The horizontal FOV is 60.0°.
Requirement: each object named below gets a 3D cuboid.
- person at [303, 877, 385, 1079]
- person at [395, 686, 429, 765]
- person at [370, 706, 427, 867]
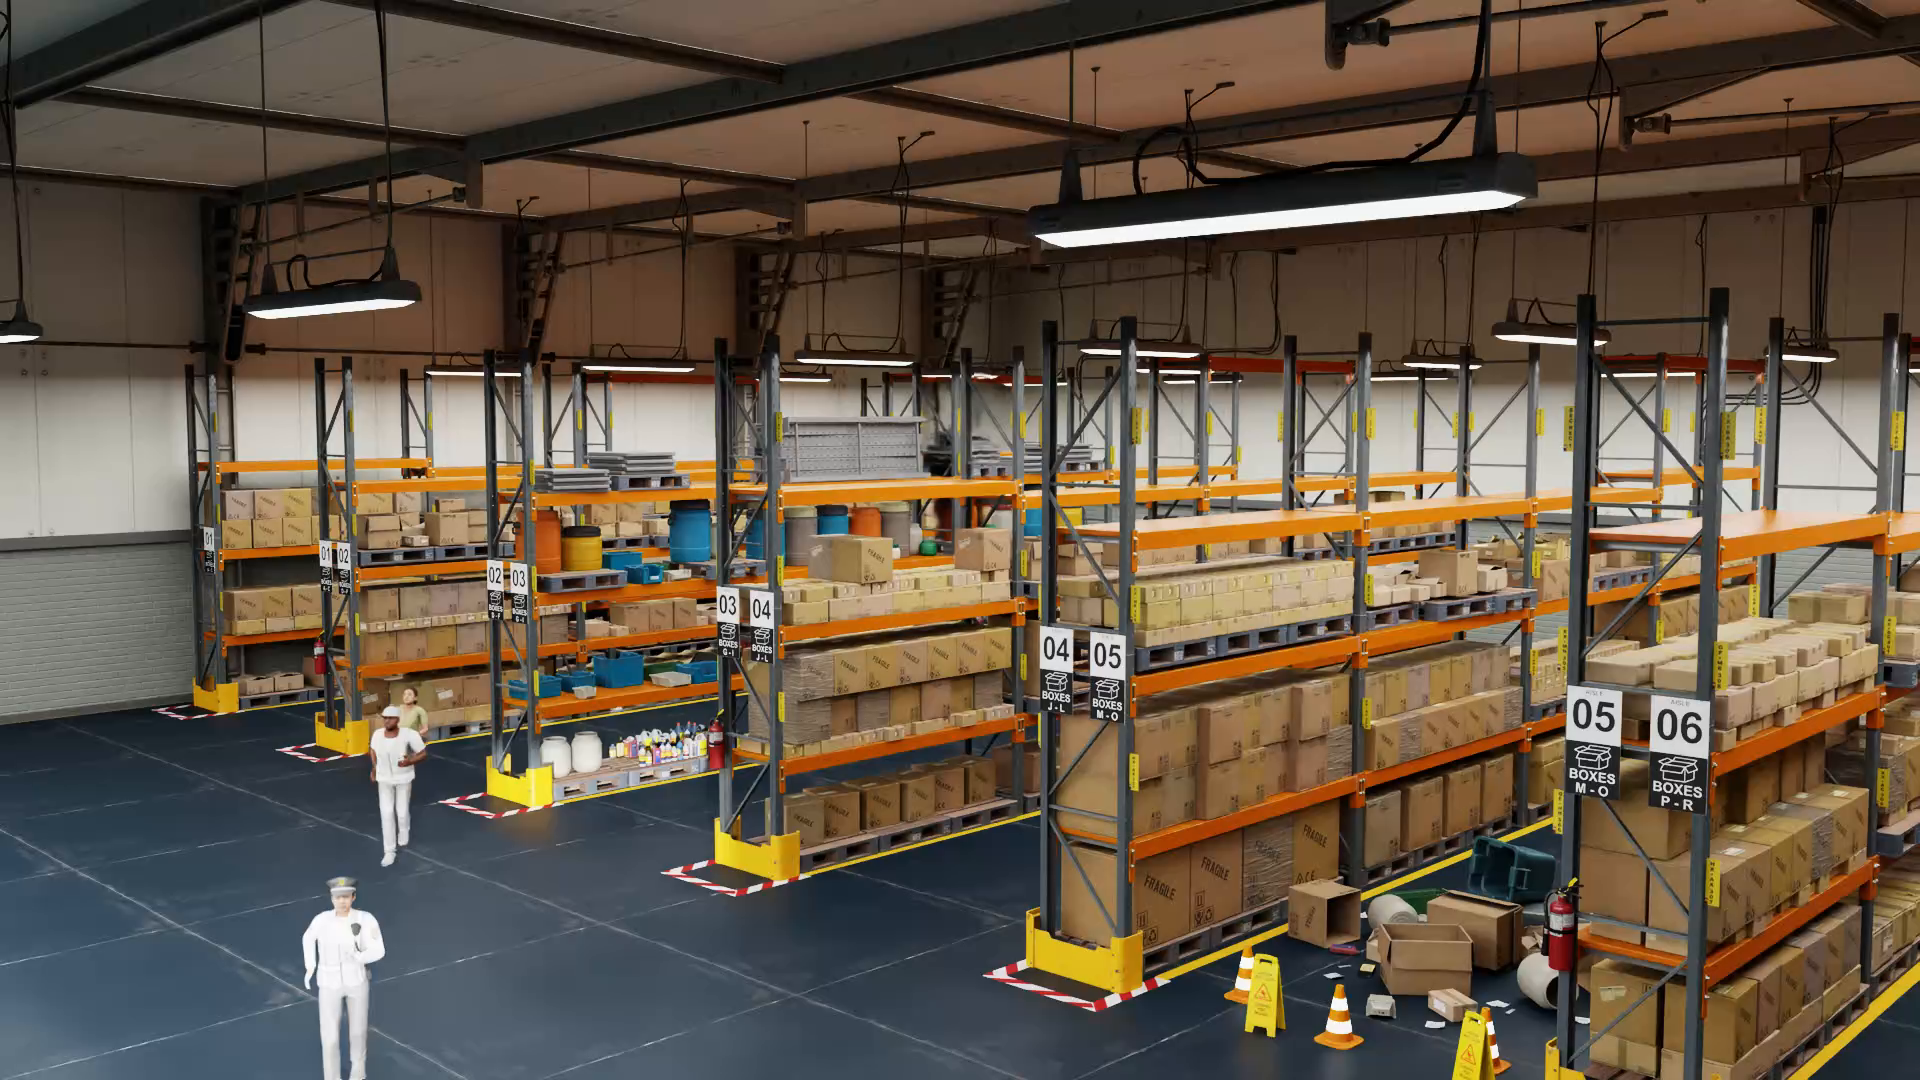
[{"bbox_3d":[-4.606,3.360,12.446,0.587,1.736,0.808,-1,5,-18],"label":"person"},{"bbox_3d":[-7.197,2.696,21.586,0.580,1.599,0.551,-1,4,-7],"label":"person"},{"bbox_3d":[-6.533,2.801,19.311,0.682,1.781,0.915,-1,4,-7],"label":"person"}]
